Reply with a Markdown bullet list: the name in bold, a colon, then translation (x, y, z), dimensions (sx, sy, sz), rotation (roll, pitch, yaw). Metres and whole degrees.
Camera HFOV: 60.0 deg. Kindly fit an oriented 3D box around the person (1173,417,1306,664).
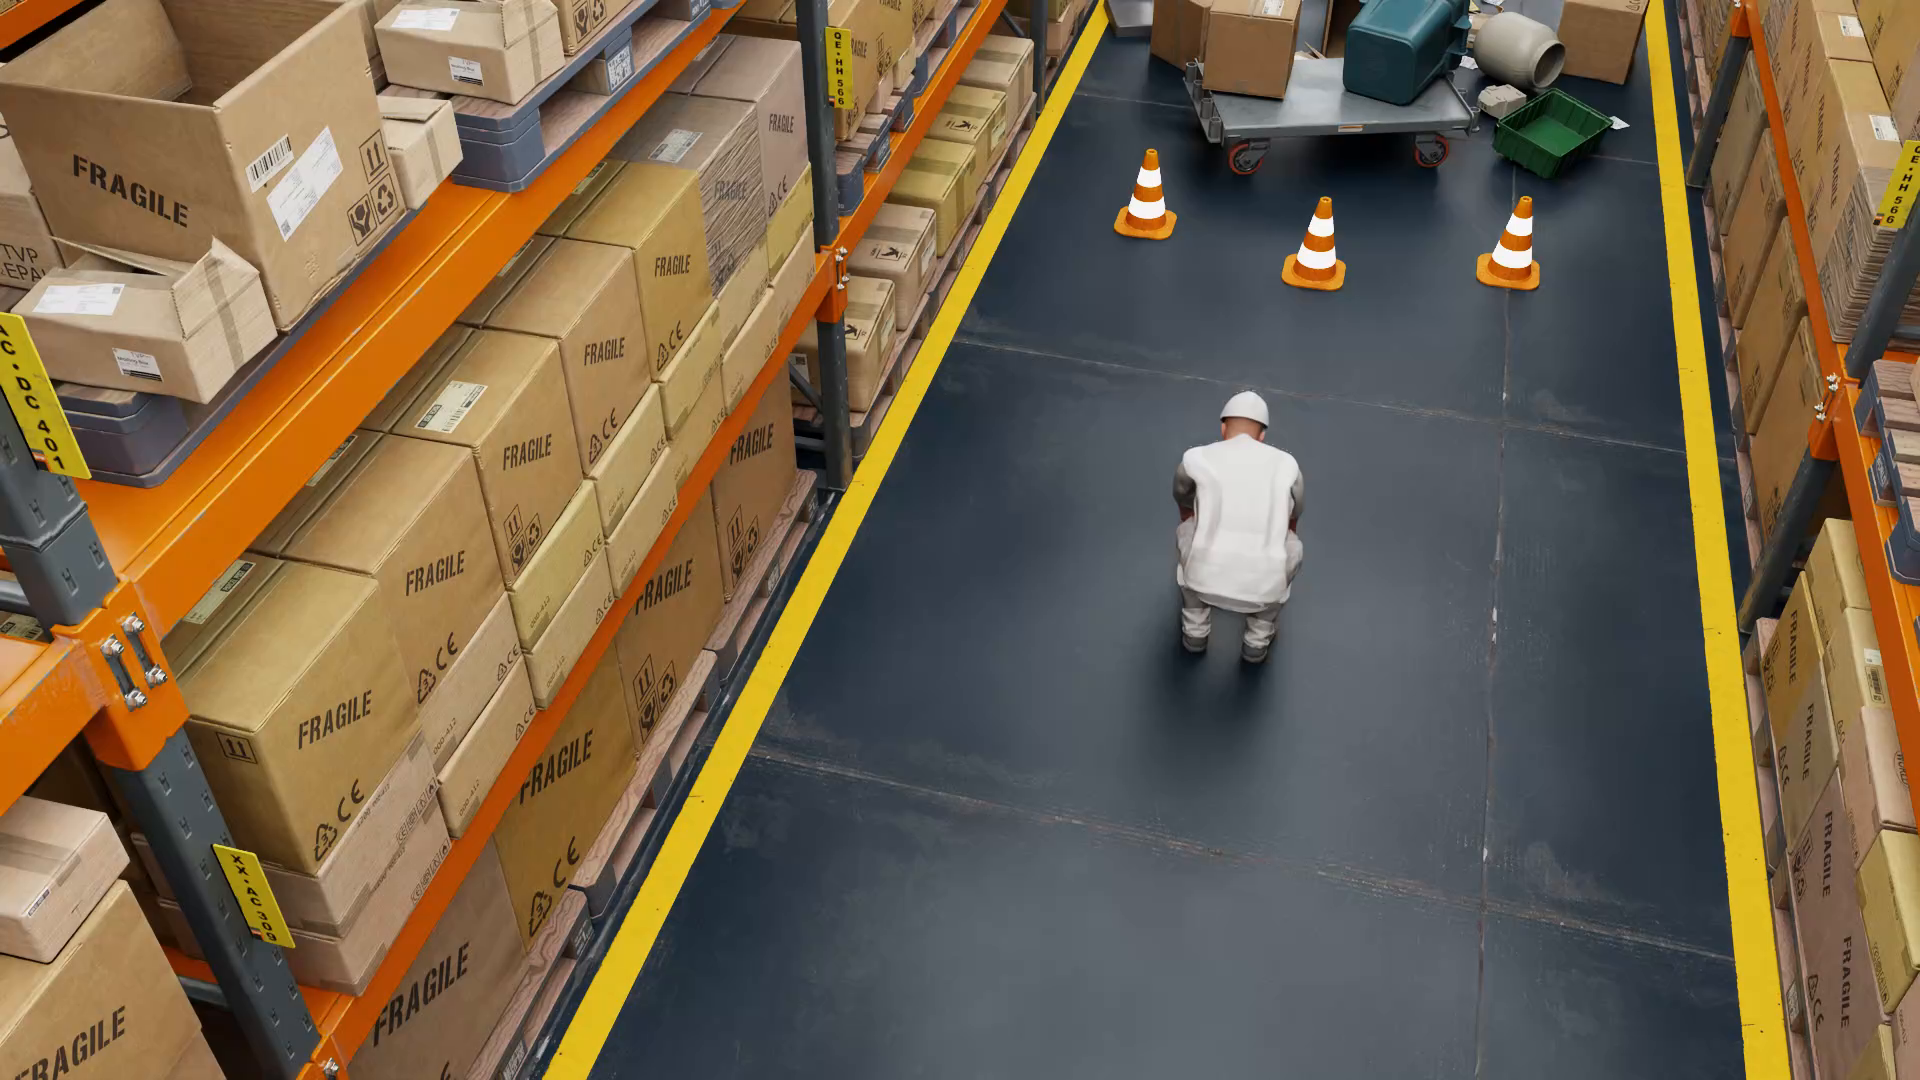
- **person**: translation (15.261, -3.009, 10.341), dimensions (25.488, 0.886, 17.059), rotation (10, 42, 11)
